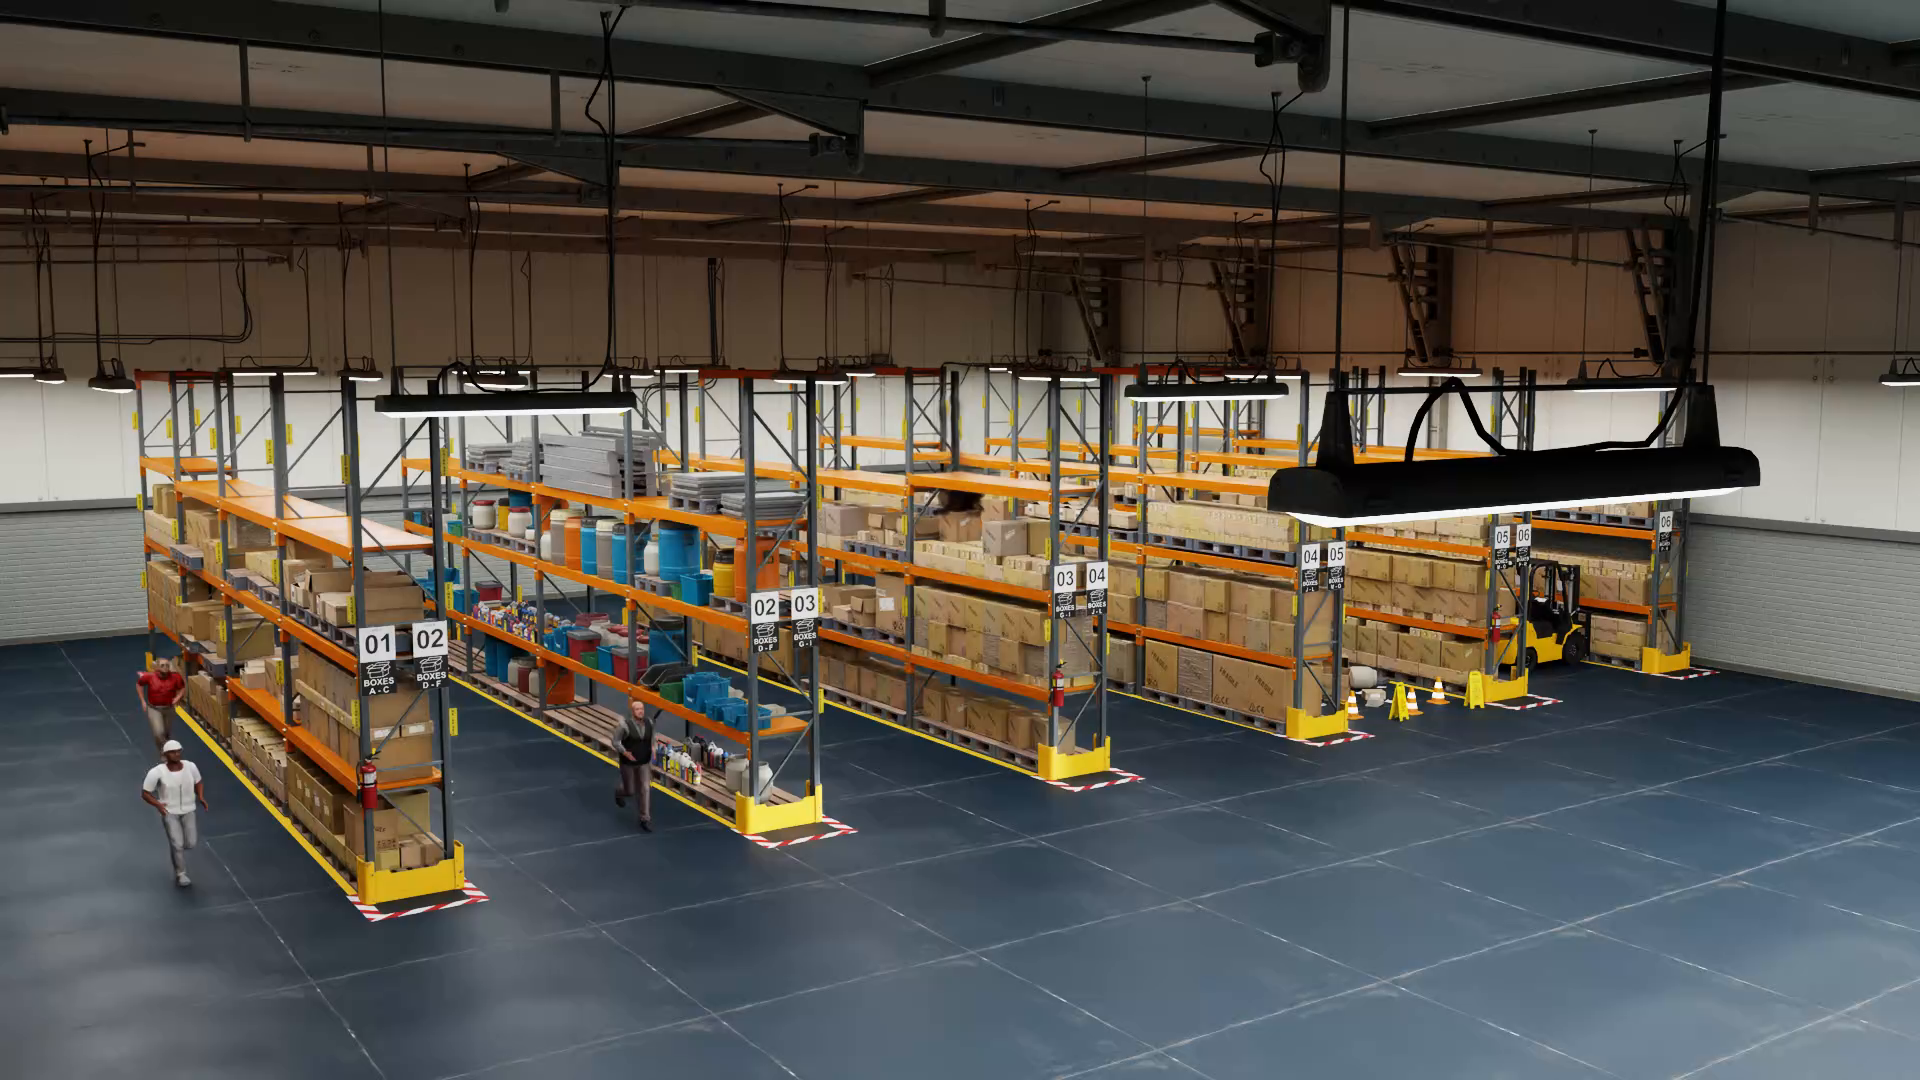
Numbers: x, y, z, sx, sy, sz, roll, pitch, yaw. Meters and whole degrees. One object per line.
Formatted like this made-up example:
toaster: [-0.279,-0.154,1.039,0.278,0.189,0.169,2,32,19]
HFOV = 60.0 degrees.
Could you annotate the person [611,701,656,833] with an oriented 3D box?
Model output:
person: [-4.327,2.977,22.204,0.671,1.687,1.094,-4,8,-33]

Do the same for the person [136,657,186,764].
person: [-12.182,2.627,25.393,0.663,1.747,0.945,-5,8,-38]

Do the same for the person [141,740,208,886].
person: [-9.401,3.242,19.914,0.702,1.723,0.598,-6,9,-43]

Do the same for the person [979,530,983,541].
person: [0.631,0.465,44.412,0.553,1.717,0.699,-6,9,-42]
